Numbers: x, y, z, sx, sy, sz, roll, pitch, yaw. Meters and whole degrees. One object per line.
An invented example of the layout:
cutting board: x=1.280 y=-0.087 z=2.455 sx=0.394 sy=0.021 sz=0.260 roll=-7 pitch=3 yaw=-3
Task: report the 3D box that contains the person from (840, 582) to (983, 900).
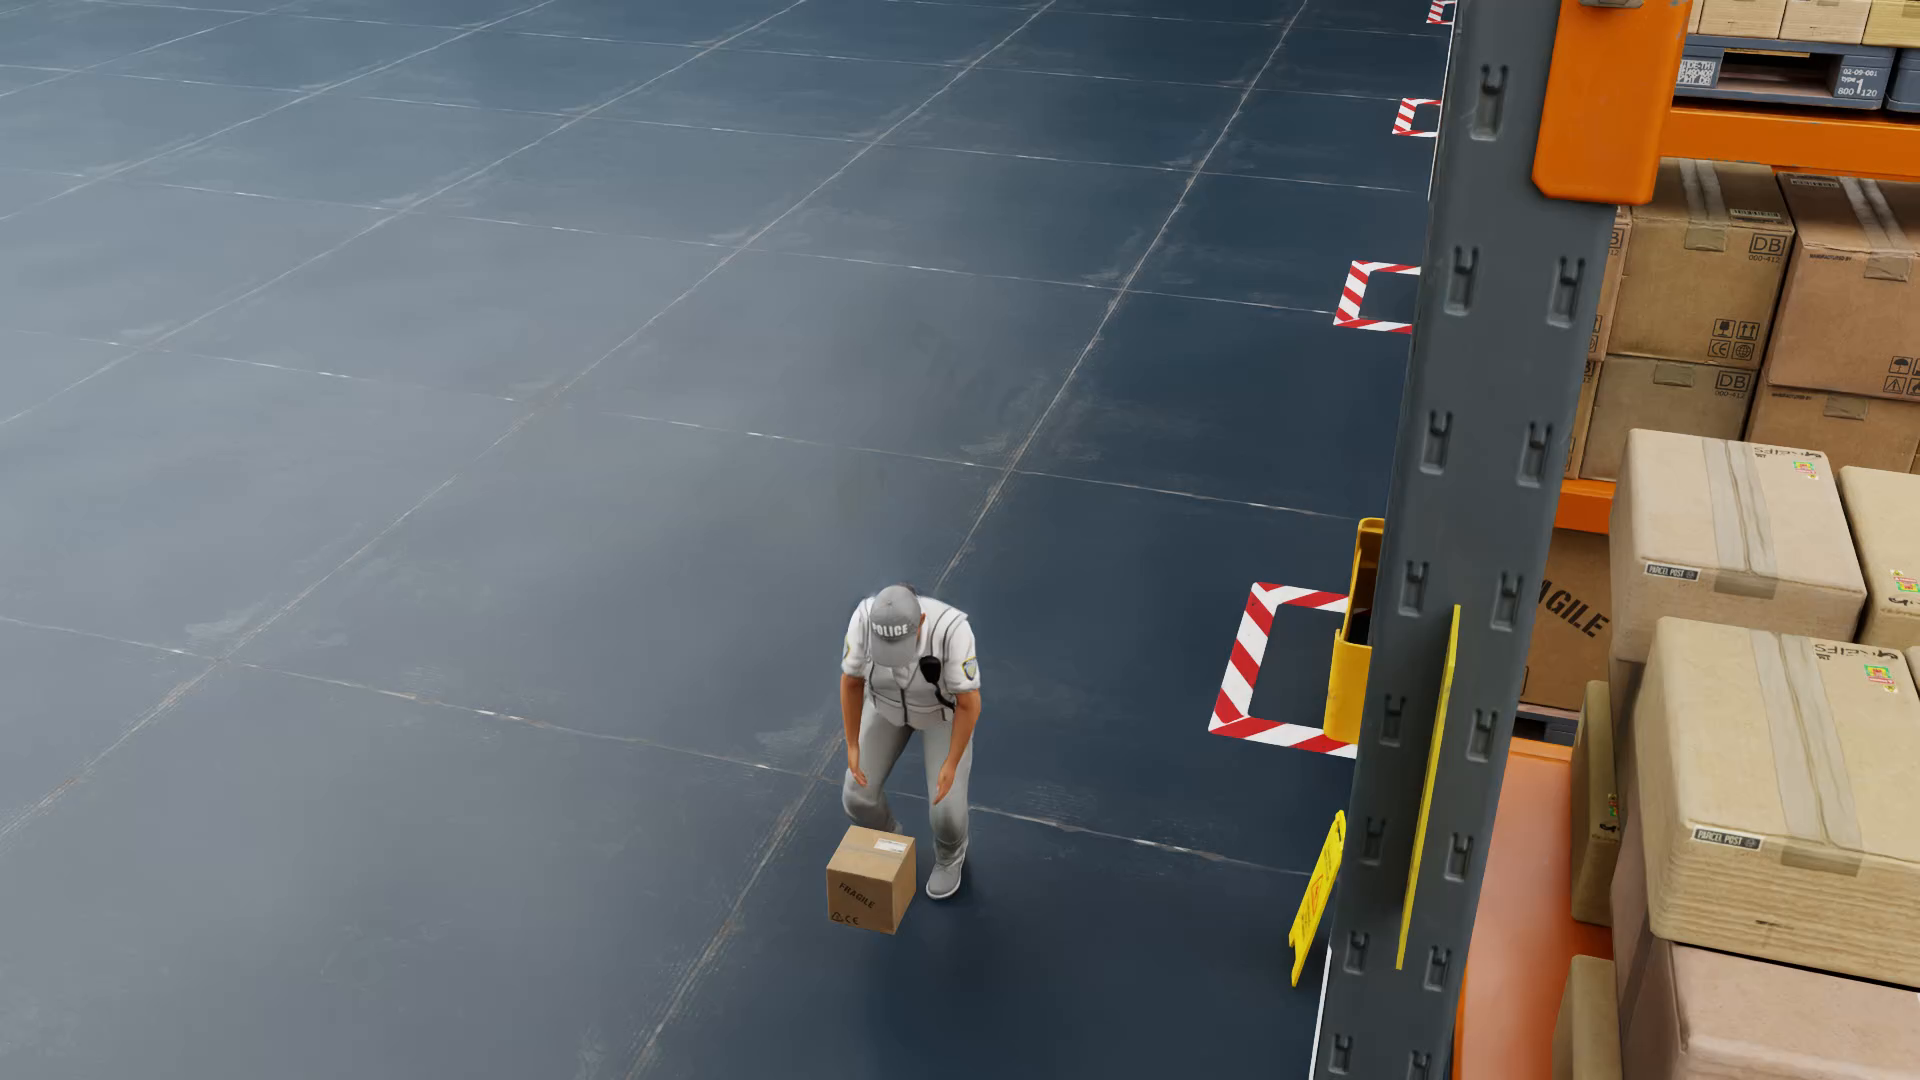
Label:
person: x=-0.159 y=0.694 z=6.143 sx=0.532 sy=1.432 sz=0.691 roll=9 pitch=31 yaw=15
